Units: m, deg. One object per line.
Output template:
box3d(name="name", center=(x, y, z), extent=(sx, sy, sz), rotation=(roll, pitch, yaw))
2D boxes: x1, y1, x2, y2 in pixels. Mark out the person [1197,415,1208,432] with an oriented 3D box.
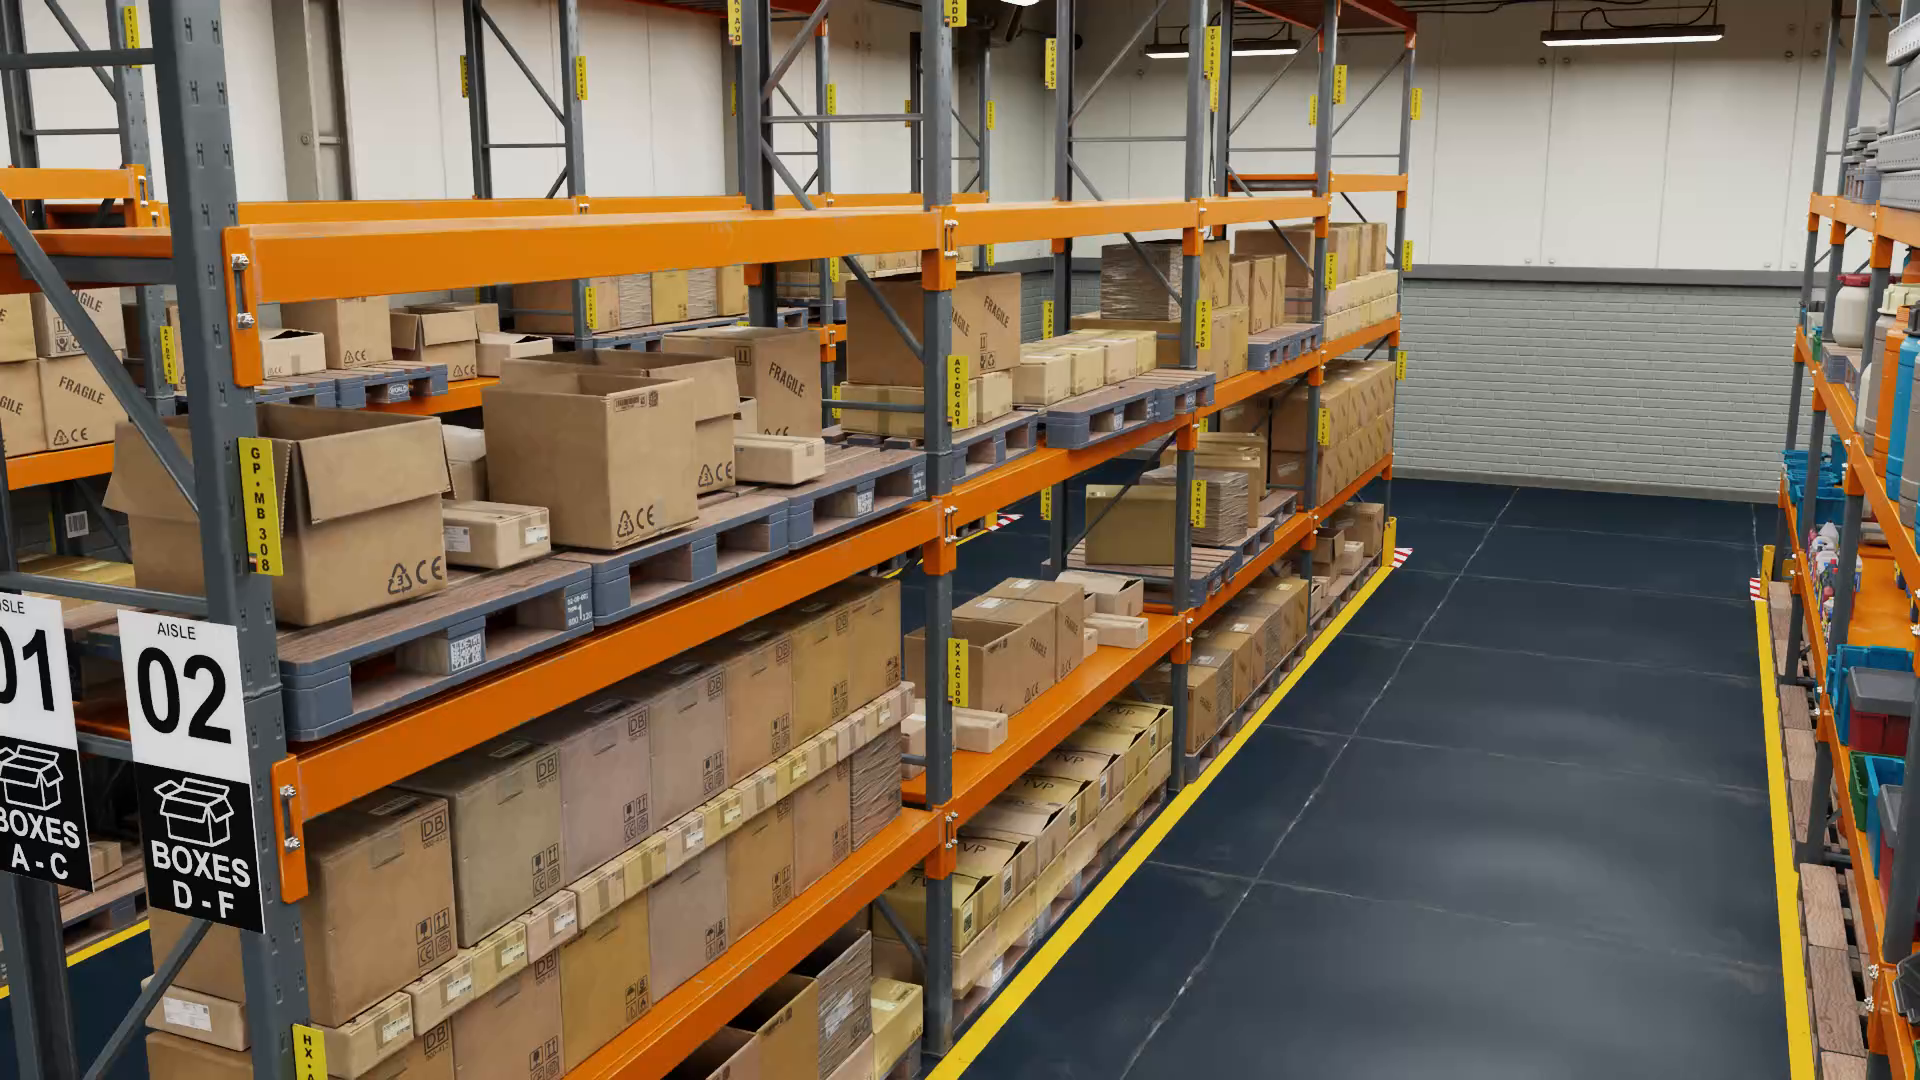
box3d(name="person", center=(2.935, -0.792, 19.513), extent=(0.565, 1.719, 0.963), rotation=(8, 15, 33))
